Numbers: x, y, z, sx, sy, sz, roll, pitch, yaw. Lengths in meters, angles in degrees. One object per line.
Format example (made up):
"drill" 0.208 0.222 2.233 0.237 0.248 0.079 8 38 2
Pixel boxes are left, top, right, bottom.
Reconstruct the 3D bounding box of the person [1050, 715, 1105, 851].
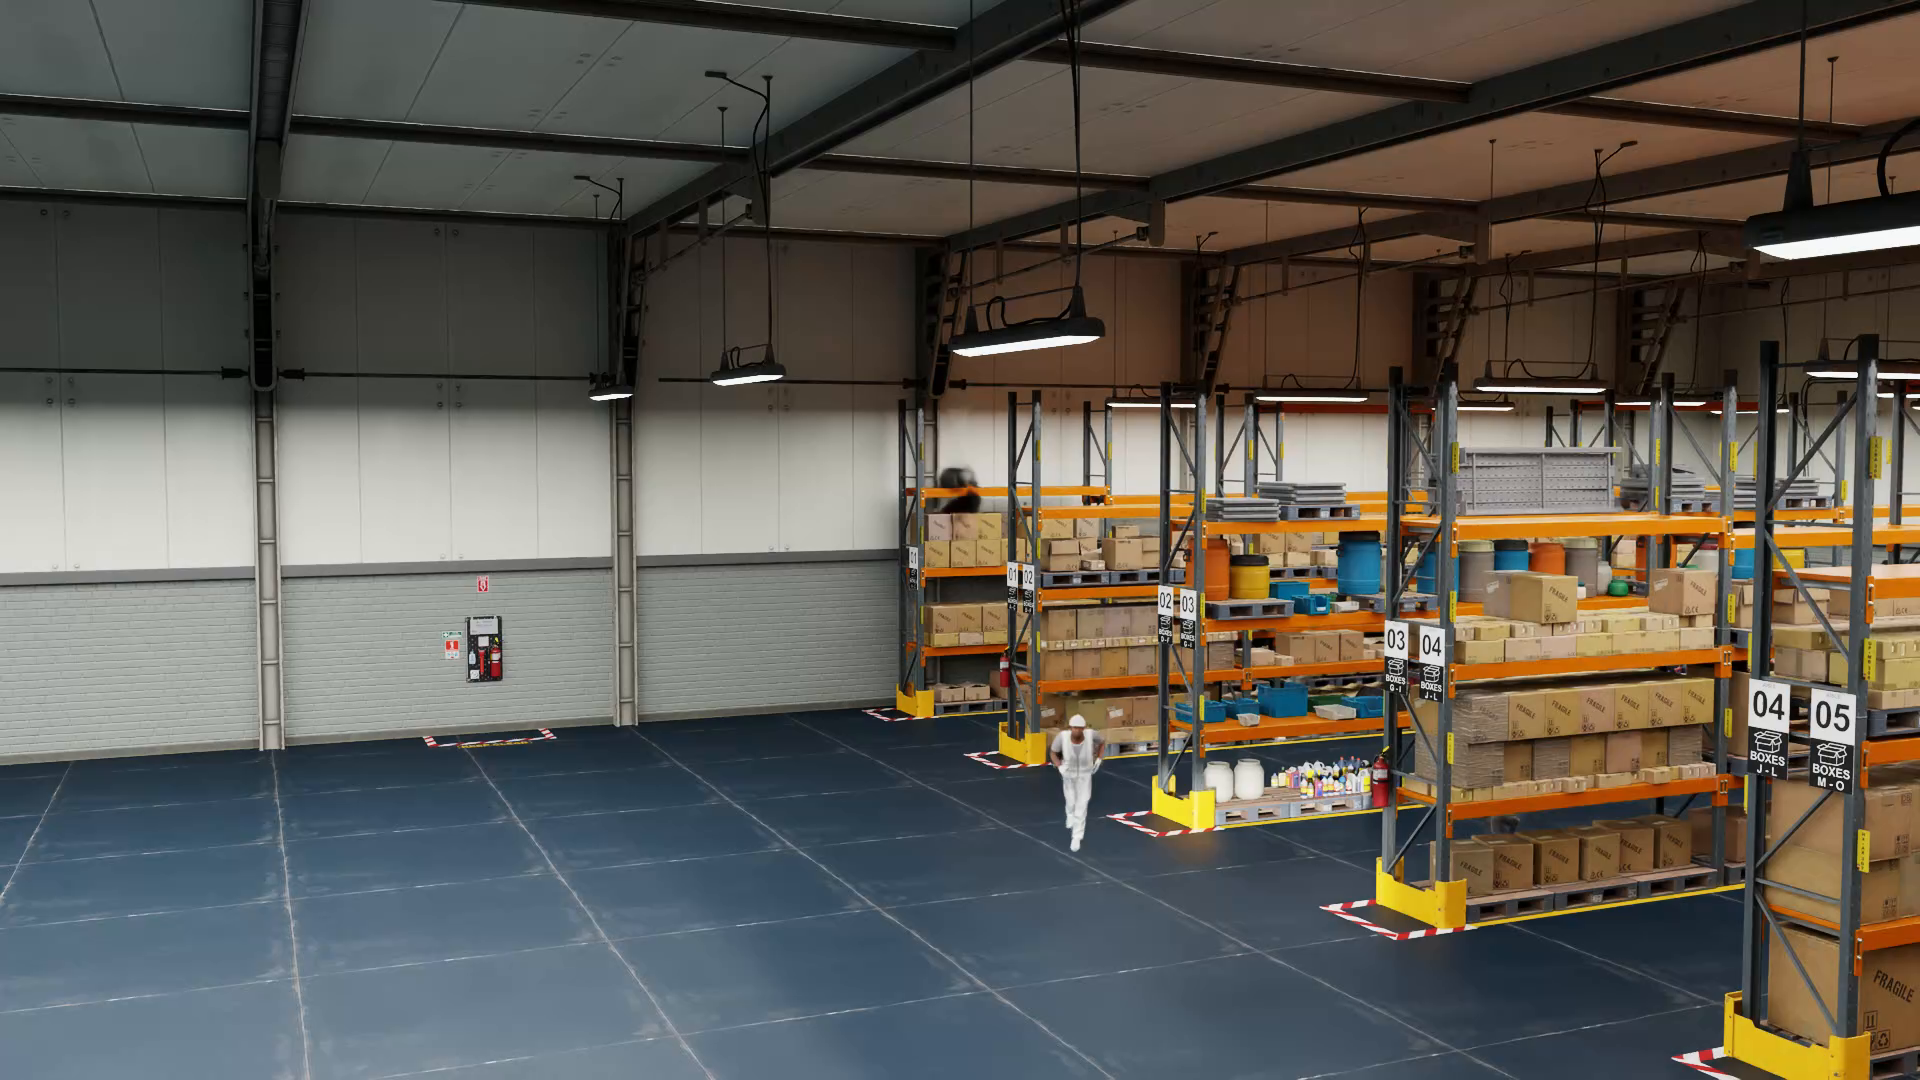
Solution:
"person" 1.511 3.069 21.523 0.715 1.741 1.040 0 3 -2

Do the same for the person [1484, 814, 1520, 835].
"person" 6.892 3.119 20.969 0.587 1.665 0.595 -2 4 -27

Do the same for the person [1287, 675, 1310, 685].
"person" 6.421 2.542 31.280 0.575 1.617 0.614 -2 4 -29

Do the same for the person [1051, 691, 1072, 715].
"person" 1.718 2.266 29.486 0.842 1.812 0.640 -2 4 -27
